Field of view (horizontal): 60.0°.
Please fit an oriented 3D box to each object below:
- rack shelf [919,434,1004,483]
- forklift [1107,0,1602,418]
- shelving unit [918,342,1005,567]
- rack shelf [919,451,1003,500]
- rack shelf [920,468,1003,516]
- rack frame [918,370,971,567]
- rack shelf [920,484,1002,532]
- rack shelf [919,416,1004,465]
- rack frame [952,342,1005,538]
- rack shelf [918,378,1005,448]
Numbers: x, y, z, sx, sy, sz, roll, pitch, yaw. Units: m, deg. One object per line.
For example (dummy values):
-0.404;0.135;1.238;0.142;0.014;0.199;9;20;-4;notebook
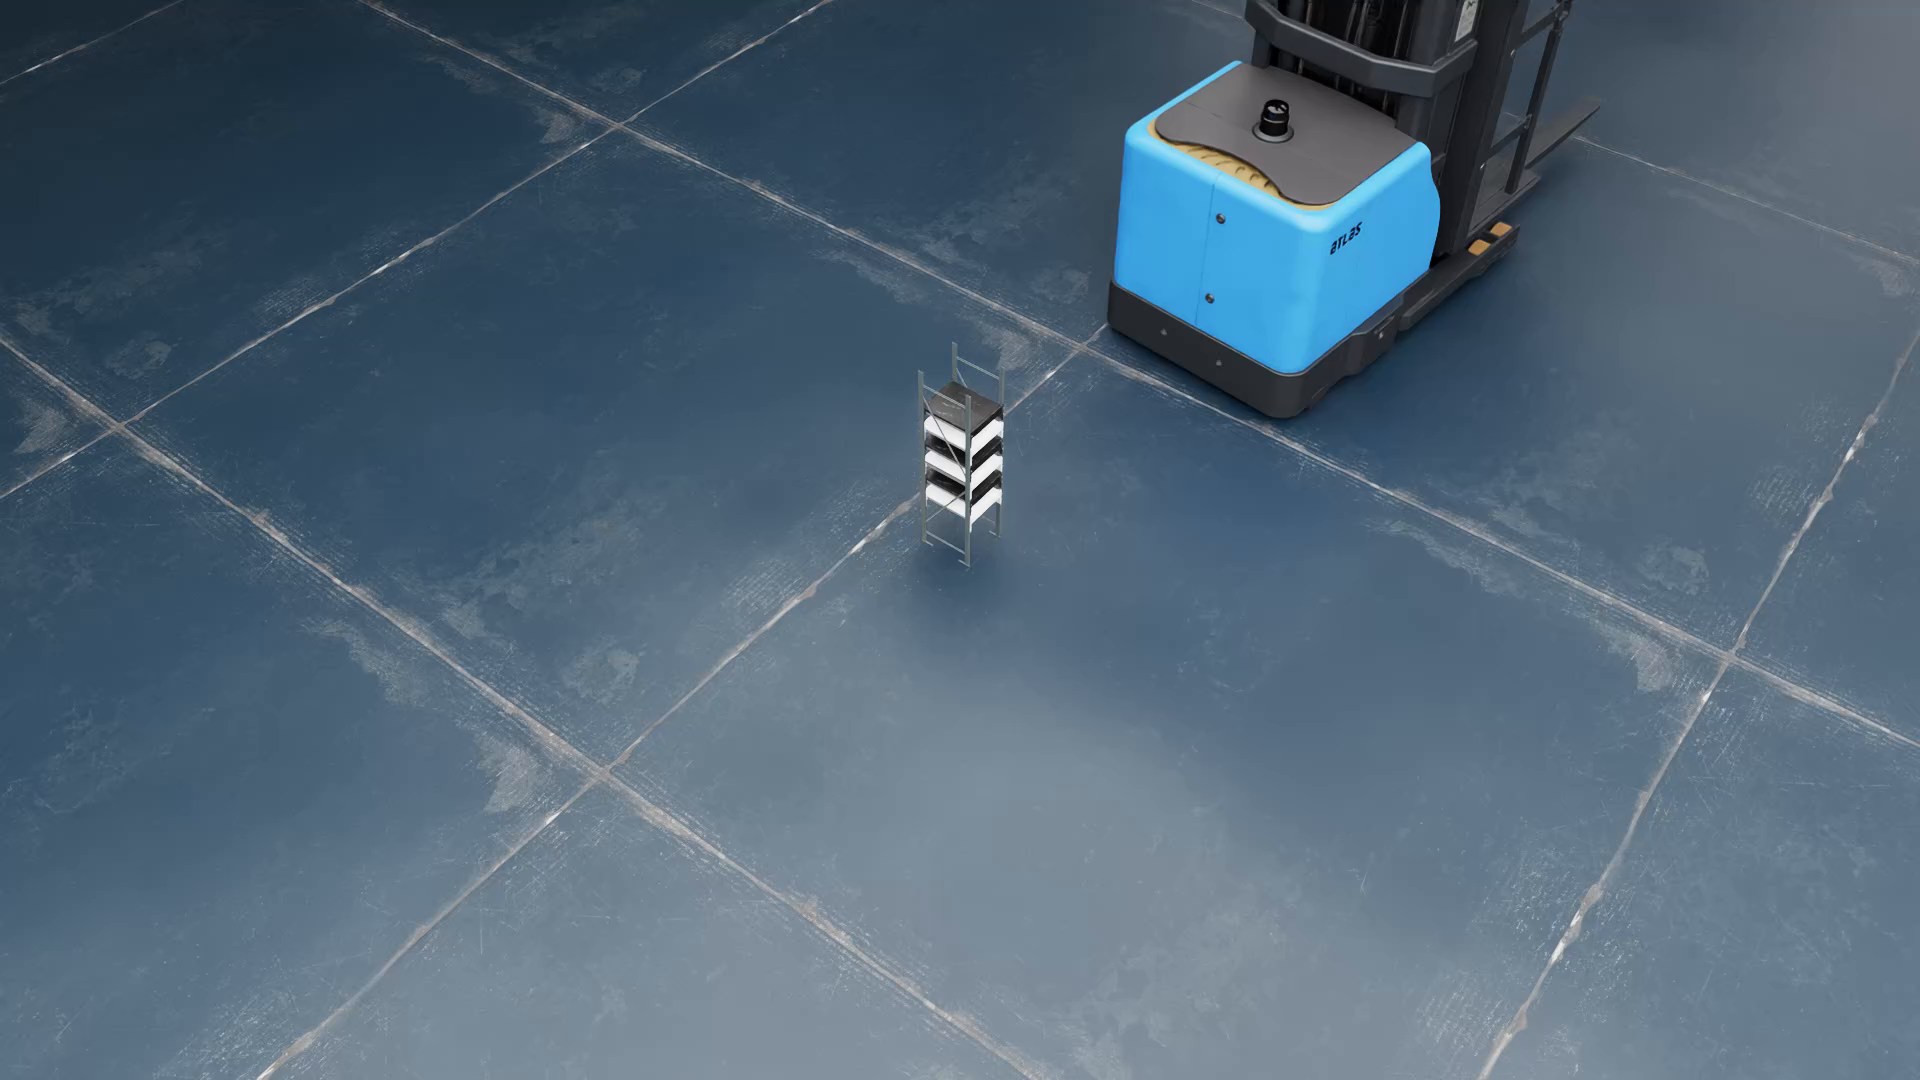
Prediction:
0.005;-0.355;6.388;0.258;0.077;0.200;29;53;25;rack shelf
2.050;-2.510;7.121;1.130;2.935;3.031;34;55;28;forklift
0.005;-0.315;6.429;0.258;0.900;0.210;29;53;25;shelving unit
0.005;-0.292;6.453;0.258;0.077;0.200;29;53;25;rack shelf
0.005;-0.230;6.518;0.258;0.077;0.200;29;53;25;rack shelf
-0.057;-0.257;6.373;0.240;0.900;0.006;29;53;25;rack frame
0.005;-0.168;6.583;0.258;0.077;0.200;29;53;25;rack shelf
0.005;-0.417;6.323;0.258;0.077;0.200;29;53;25;rack shelf
0.067;-0.374;6.485;0.240;0.900;0.006;29;53;25;rack frame
0.005;-0.479;6.258;0.258;0.077;0.200;29;53;25;rack shelf
